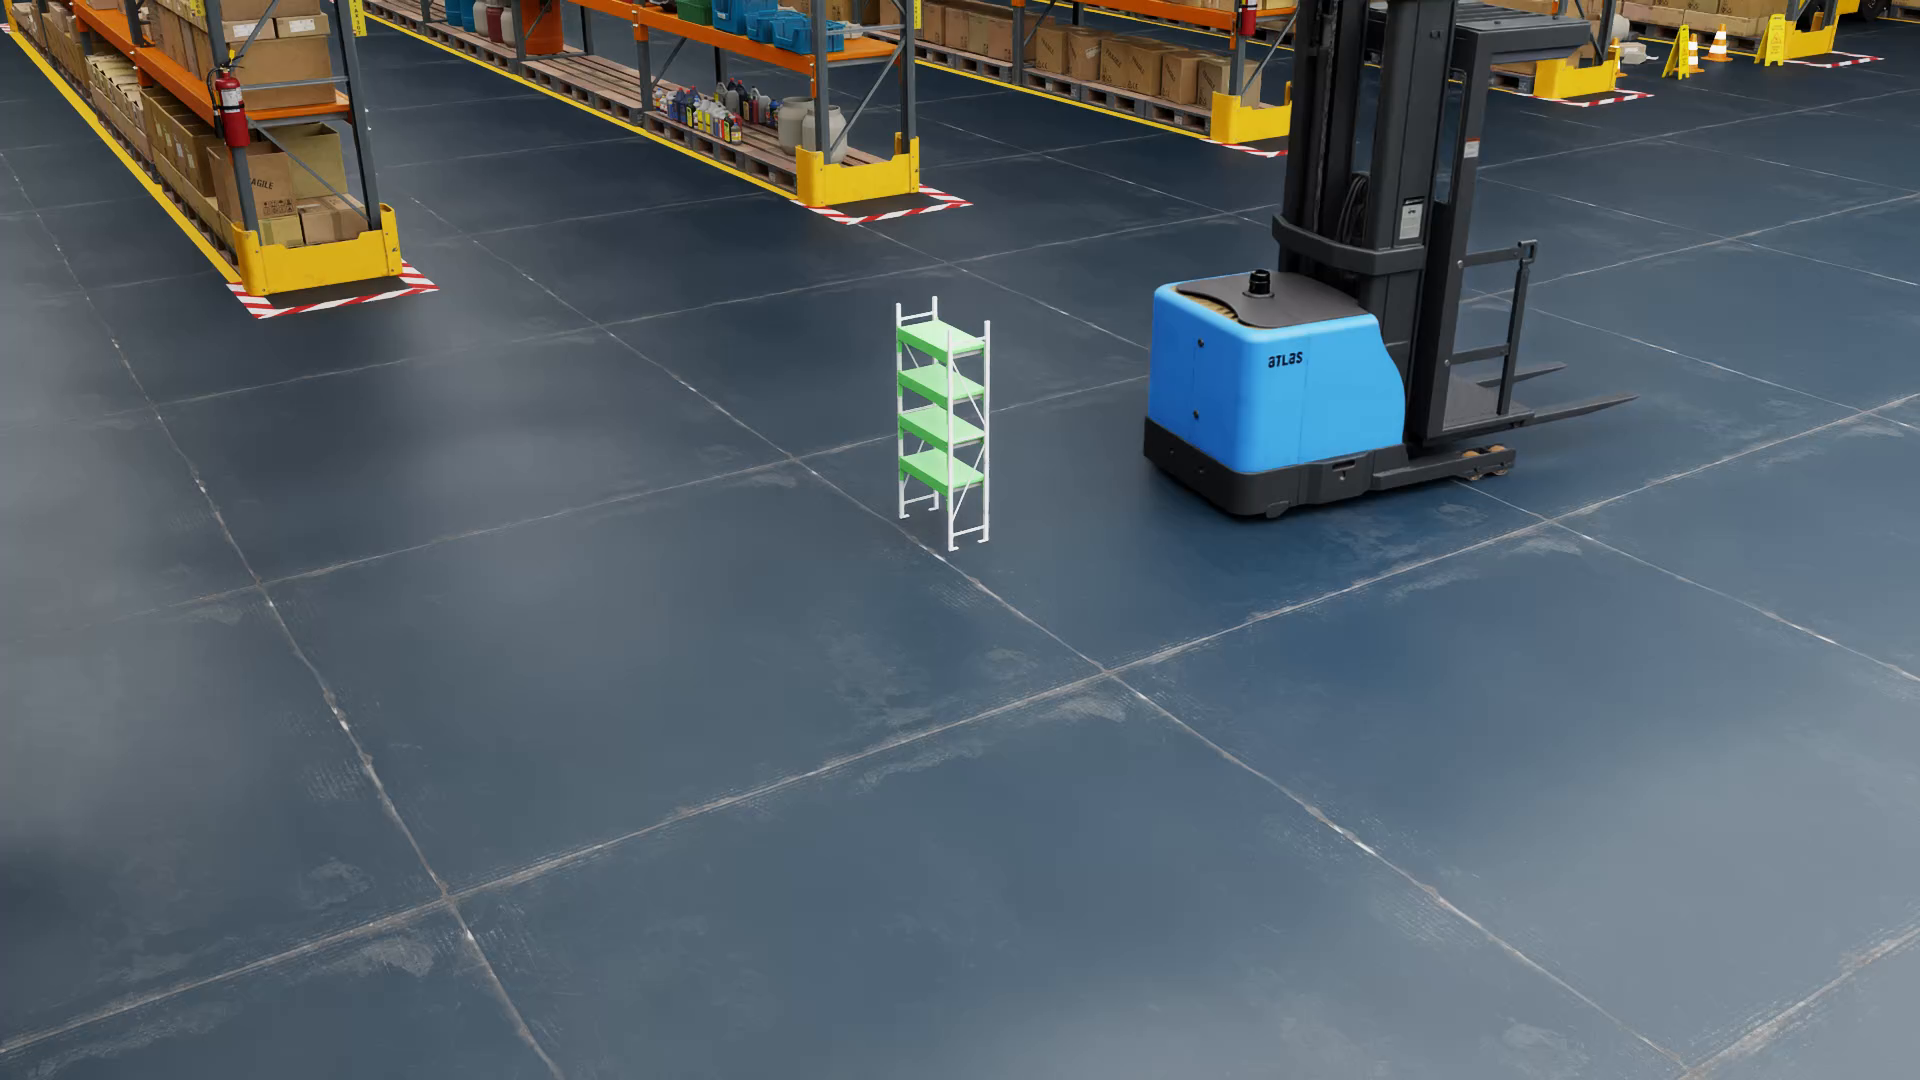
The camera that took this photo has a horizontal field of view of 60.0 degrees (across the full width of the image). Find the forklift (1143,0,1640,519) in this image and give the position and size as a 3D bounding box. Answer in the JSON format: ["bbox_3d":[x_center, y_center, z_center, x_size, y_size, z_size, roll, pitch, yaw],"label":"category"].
[{"bbox_3d":[2.619,-1.854,9.244,3.031,2.935,1.130,-11,28,-23],"label":"forklift"}]

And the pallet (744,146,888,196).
[{"bbox_3d":[-1.383,-3.613,16.156,1.003,0.211,1.213,-16,29,-30],"label":"pallet"}]

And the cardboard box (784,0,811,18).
[{"bbox_3d":[-1.920,-8.383,24.991,1.225,0.875,0.875,-15,29,-29],"label":"cardboard box"}]

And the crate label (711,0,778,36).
[{"bbox_3d":[-2.095,-5.177,16.161,0.502,0.435,0.616,-16,29,-30],"label":"crate label"}]

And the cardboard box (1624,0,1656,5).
[{"bbox_3d":[10.086,-8.097,24.239,0.500,0.500,0.500,-14,29,-27],"label":"cardboard box"}]

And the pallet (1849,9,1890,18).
[{"bbox_3d":[14.632,-8.626,26.776,1.003,0.211,1.213,-16,29,-30],"label":"pallet"}]

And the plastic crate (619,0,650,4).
[{"bbox_3d":[-3.568,-6.127,18.141,0.402,0.464,0.583,-16,29,-30],"label":"plastic crate"}]

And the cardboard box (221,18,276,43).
[{"bbox_3d":[-5.384,-3.844,12.501,0.380,0.149,0.250,-16,30,-30],"label":"cardboard box"}]

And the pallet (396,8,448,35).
[{"bbox_3d":[-7.848,-7.851,25.133,1.003,0.211,1.213,-16,29,-30],"label":"pallet"}]

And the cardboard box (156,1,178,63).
[{"bbox_3d":[-6.658,-4.544,14.745,0.700,0.500,0.500,-16,30,-30],"label":"cardboard box"}]

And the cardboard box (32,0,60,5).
[{"bbox_3d":[-12.596,-7.446,23.418,0.797,0.503,0.637,-16,29,-30],"label":"cardboard box"}]

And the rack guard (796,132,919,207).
[{"bbox_3d":[-0.944,-3.452,15.476,1.175,0.500,0.348,-16,29,-30],"label":"rack guard"}]

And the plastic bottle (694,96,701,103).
[{"bbox_3d":[-2.774,-4.553,17.561,0.097,0.271,0.097,0,25,0],"label":"plastic bottle"}]

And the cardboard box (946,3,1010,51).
[{"bbox_3d":[0.235,-6.819,22.094,0.700,0.500,0.500,-18,31,-34],"label":"cardboard box"}]

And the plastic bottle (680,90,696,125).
[{"bbox_3d":[-2.851,-4.545,17.451,0.144,0.351,0.185,-17,30,-32],"label":"plastic bottle"}]

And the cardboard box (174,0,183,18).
[{"bbox_3d":[-6.232,-4.398,13.675,0.380,0.149,0.250,-16,30,-30],"label":"cardboard box"}]

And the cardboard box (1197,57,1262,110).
[{"bbox_3d":[2.960,-5.007,18.278,0.500,0.500,0.500,-10,27,-20],"label":"cardboard box"}]

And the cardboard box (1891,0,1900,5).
[{"bbox_3d":[14.696,-8.590,26.161,0.500,0.250,0.500,-15,29,-29],"label":"cardboard box"}]

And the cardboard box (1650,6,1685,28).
[{"bbox_3d":[10.356,-7.575,24.012,0.500,0.250,0.500,-17,30,-31],"label":"cardboard box"}]

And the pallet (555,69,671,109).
[{"bbox_3d":[-4.178,-5.444,20.035,1.003,0.211,1.213,-16,29,-30],"label":"pallet"}]

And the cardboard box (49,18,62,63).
[{"bbox_3d":[-11.206,-6.355,21.112,0.500,0.500,0.500,-15,29,-29],"label":"cardboard box"}]

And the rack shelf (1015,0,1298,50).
[{"bbox_3d":[2.195,-6.110,19.022,1.077,0.370,4.000,-16,29,-30],"label":"rack shelf"}]

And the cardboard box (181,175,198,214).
[{"bbox_3d":[-6.385,-3.016,14.354,0.500,0.250,0.500,-16,29,-30],"label":"cardboard box"}]

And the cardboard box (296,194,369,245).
[{"bbox_3d":[-5.122,-2.603,13.479,0.500,0.250,0.500,-16,29,-30],"label":"cardboard box"}]

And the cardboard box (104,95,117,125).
[{"bbox_3d":[-8.779,-4.601,17.711,0.500,0.250,0.500,-16,30,-31],"label":"cardboard box"}]

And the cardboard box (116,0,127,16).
[{"bbox_3d":[-8.453,-5.723,17.242,0.500,0.500,0.500,-17,30,-32],"label":"cardboard box"}]

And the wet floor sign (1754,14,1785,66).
[{"bbox_3d":[10.797,-6.648,22.076,0.267,0.644,0.232,-6,26,-12],"label":"wet floor sign"}]

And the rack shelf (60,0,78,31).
[{"bbox_3d":[-10.475,-6.664,20.196,1.077,0.370,4.000,-16,29,-30],"label":"rack shelf"}]

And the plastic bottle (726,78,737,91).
[{"bbox_3d":[-2.454,-4.834,18.065,0.144,0.351,0.185,-16,30,-31],"label":"plastic bottle"}]

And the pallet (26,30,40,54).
[{"bbox_3d":[-12.611,-7.126,23.599,1.003,0.211,1.213,-16,29,-30],"label":"pallet"}]

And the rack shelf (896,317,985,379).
[{"bbox_3d":[-0.090,-0.978,8.442,0.258,0.148,0.480,-16,29,-30],"label":"rack shelf"}]

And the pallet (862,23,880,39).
[{"bbox_3d":[-1.448,-7.620,24.644,1.003,0.211,1.213,-16,29,-30],"label":"pallet"}]

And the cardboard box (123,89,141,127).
[{"bbox_3d":[-7.950,-4.306,16.430,0.500,0.311,0.500,-15,29,-28],"label":"cardboard box"}]

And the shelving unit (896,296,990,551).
[{"bbox_3d":[-0.090,-0.602,8.619,0.258,1.200,0.503,-16,29,-30],"label":"shelving unit"}]

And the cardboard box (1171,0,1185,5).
[{"bbox_3d":[2.519,-5.920,18.072,0.380,0.149,0.250,-16,29,-30],"label":"cardboard box"}]

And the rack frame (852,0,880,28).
[{"bbox_3d":[-1.081,-8.581,23.414,1.000,3.000,0.127,-16,29,-30],"label":"rack frame"}]

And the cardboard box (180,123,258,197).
[{"bbox_3d":[-6.116,-3.175,13.813,0.500,0.500,0.500,-16,29,-30],"label":"cardboard box"}]

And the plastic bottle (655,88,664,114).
[{"bbox_3d":[-3.240,-4.746,17.969,0.097,0.271,0.097,0,25,0],"label":"plastic bottle"}]

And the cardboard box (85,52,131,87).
[{"bbox_3d":[-9.343,-5.219,18.363,0.500,0.311,0.500,-14,29,-28],"label":"cardboard box"}]

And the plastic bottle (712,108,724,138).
[{"bbox_3d":[-2.424,-4.234,16.880,0.152,0.276,0.135,-16,30,-31],"label":"plastic bottle"}]

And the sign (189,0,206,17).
[{"bbox_3d":[-5.478,-3.922,11.911,0.100,0.325,0.005,-16,29,-30],"label":"sign"}]

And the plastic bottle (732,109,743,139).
[{"bbox_3d":[-2.259,-4.213,16.827,0.061,0.283,0.133,-16,29,-30],"label":"plastic bottle"}]

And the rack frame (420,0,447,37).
[{"bbox_3d":[-7.414,-8.858,24.000,1.000,3.000,0.127,-16,29,-30],"label":"rack frame"}]

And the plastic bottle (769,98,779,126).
[{"bbox_3d":[-1.944,-4.483,17.413,0.097,0.271,0.097,0,25,0],"label":"plastic bottle"}]

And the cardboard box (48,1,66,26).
[{"bbox_3d":[-10.961,-6.525,20.593,0.500,0.250,0.500,-15,29,-29],"label":"cardboard box"}]

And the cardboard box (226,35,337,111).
[{"bbox_3d":[-5.260,-3.628,12.804,0.700,0.500,0.500,-16,29,-30],"label":"cardboard box"}]

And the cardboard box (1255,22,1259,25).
[{"bbox_3d":[4.376,-7.990,24.305,1.050,0.750,0.750,-16,29,-30],"label":"cardboard box"}]

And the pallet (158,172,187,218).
[{"bbox_3d":[-6.800,-3.288,15.468,1.003,0.211,1.213,-16,29,-30],"label":"pallet"}]

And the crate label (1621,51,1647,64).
[{"bbox_3d":[9.048,-6.475,22.305,0.298,0.136,0.250,12,28,24],"label":"crate label"}]

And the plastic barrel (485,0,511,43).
[{"bbox_3d":[-6.128,-7.102,22.612,0.600,0.588,0.708,-16,29,-30],"label":"plastic barrel"}]

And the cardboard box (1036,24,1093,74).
[{"bbox_3d":[1.288,-6.058,20.505,0.500,0.500,0.500,-17,30,-31],"label":"cardboard box"}]

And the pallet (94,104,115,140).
[{"bbox_3d":[-8.966,-4.710,18.479,1.003,0.211,1.213,-16,29,-30],"label":"pallet"}]

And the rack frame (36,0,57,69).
[{"bbox_3d":[-11.566,-7.705,21.558,1.000,3.000,0.127,-16,29,-30],"label":"rack frame"}]

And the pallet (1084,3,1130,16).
[{"bbox_3d":[2.705,-8.720,26.974,1.003,0.211,1.213,-16,29,-30],"label":"pallet"}]
